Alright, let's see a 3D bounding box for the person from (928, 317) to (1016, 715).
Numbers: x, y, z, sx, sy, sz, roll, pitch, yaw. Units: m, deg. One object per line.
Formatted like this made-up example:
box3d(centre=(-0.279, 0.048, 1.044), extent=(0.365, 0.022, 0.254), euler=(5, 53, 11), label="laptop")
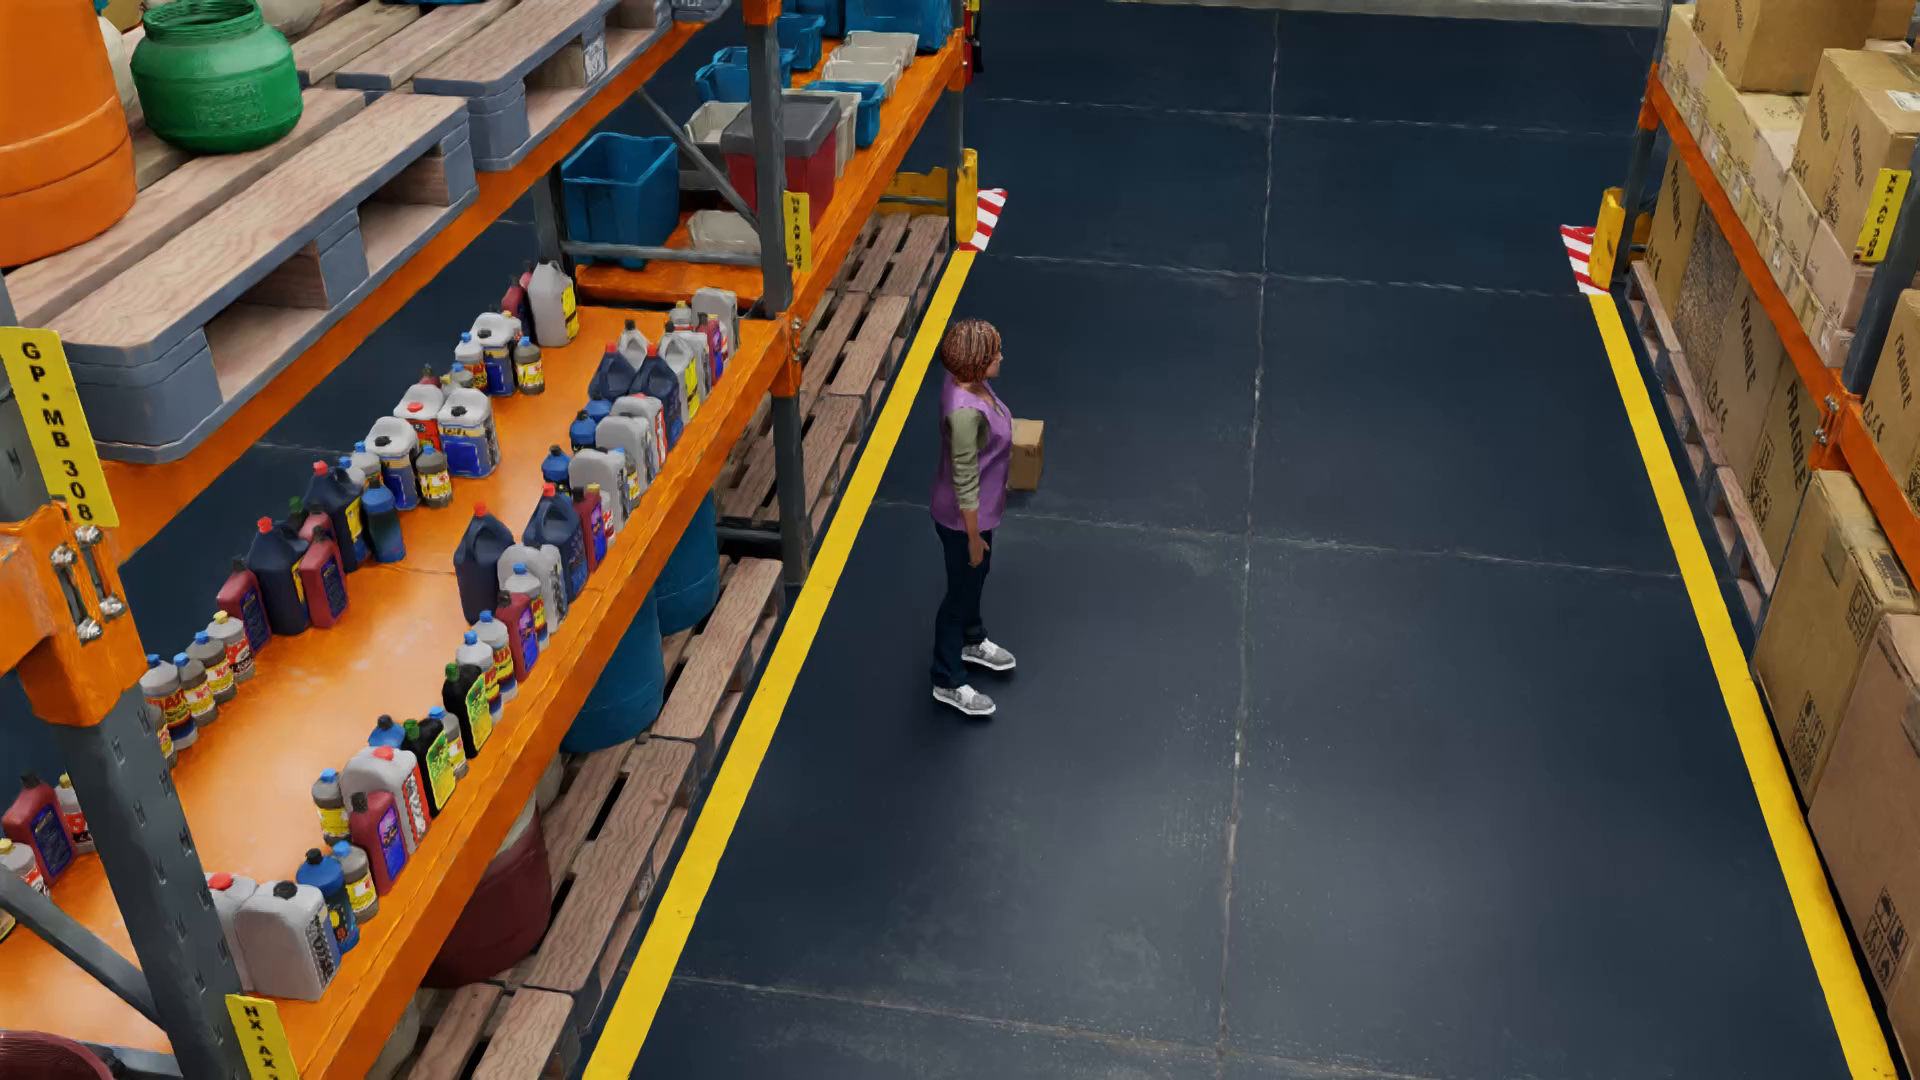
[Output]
box3d(centre=(0.051, -0.106, 6.266), extent=(0.345, 1.603, 0.475), euler=(2, 33, 2), label="person")
